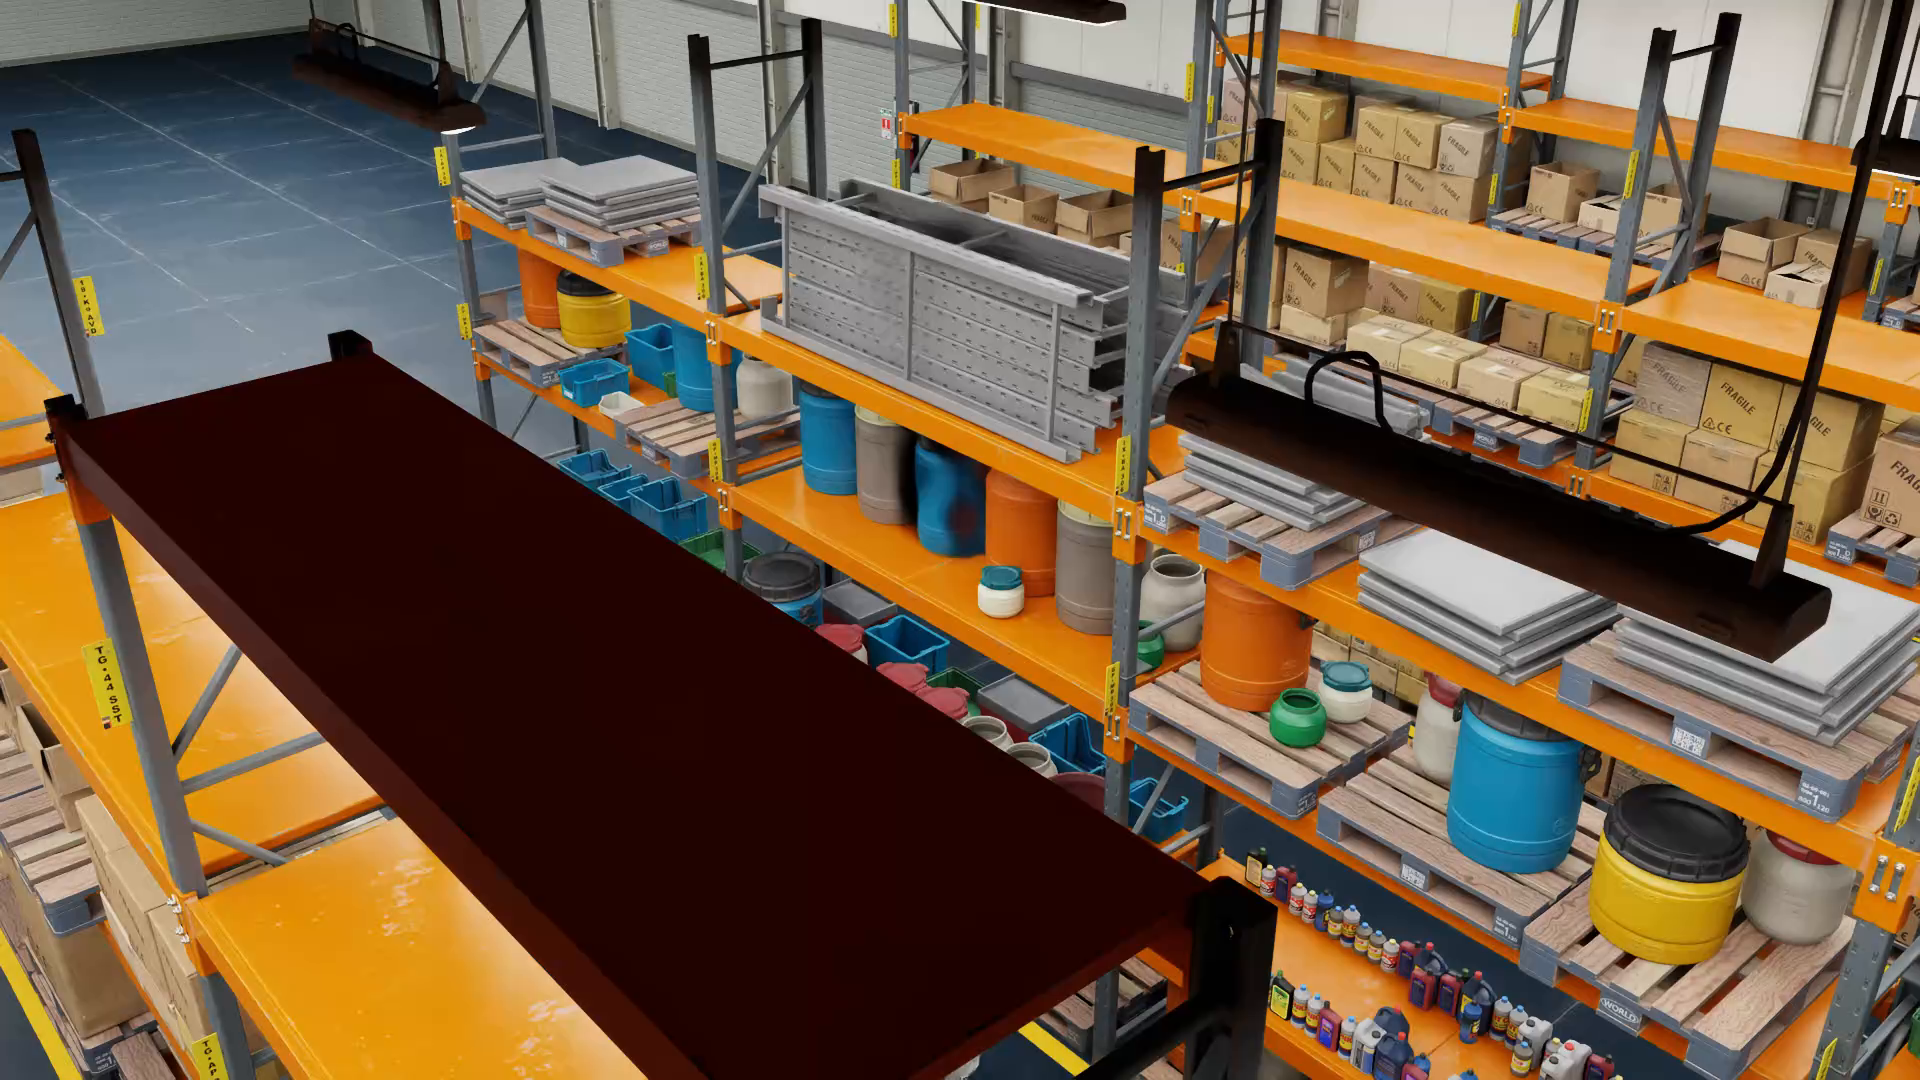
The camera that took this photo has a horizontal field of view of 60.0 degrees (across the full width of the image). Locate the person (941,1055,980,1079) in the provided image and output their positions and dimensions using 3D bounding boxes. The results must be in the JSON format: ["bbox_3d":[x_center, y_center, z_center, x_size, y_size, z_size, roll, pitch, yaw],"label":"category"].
[{"bbox_3d":[-0.031,2.967,9.407,0.634,1.550,0.539,13,30,24],"label":"person"}]
